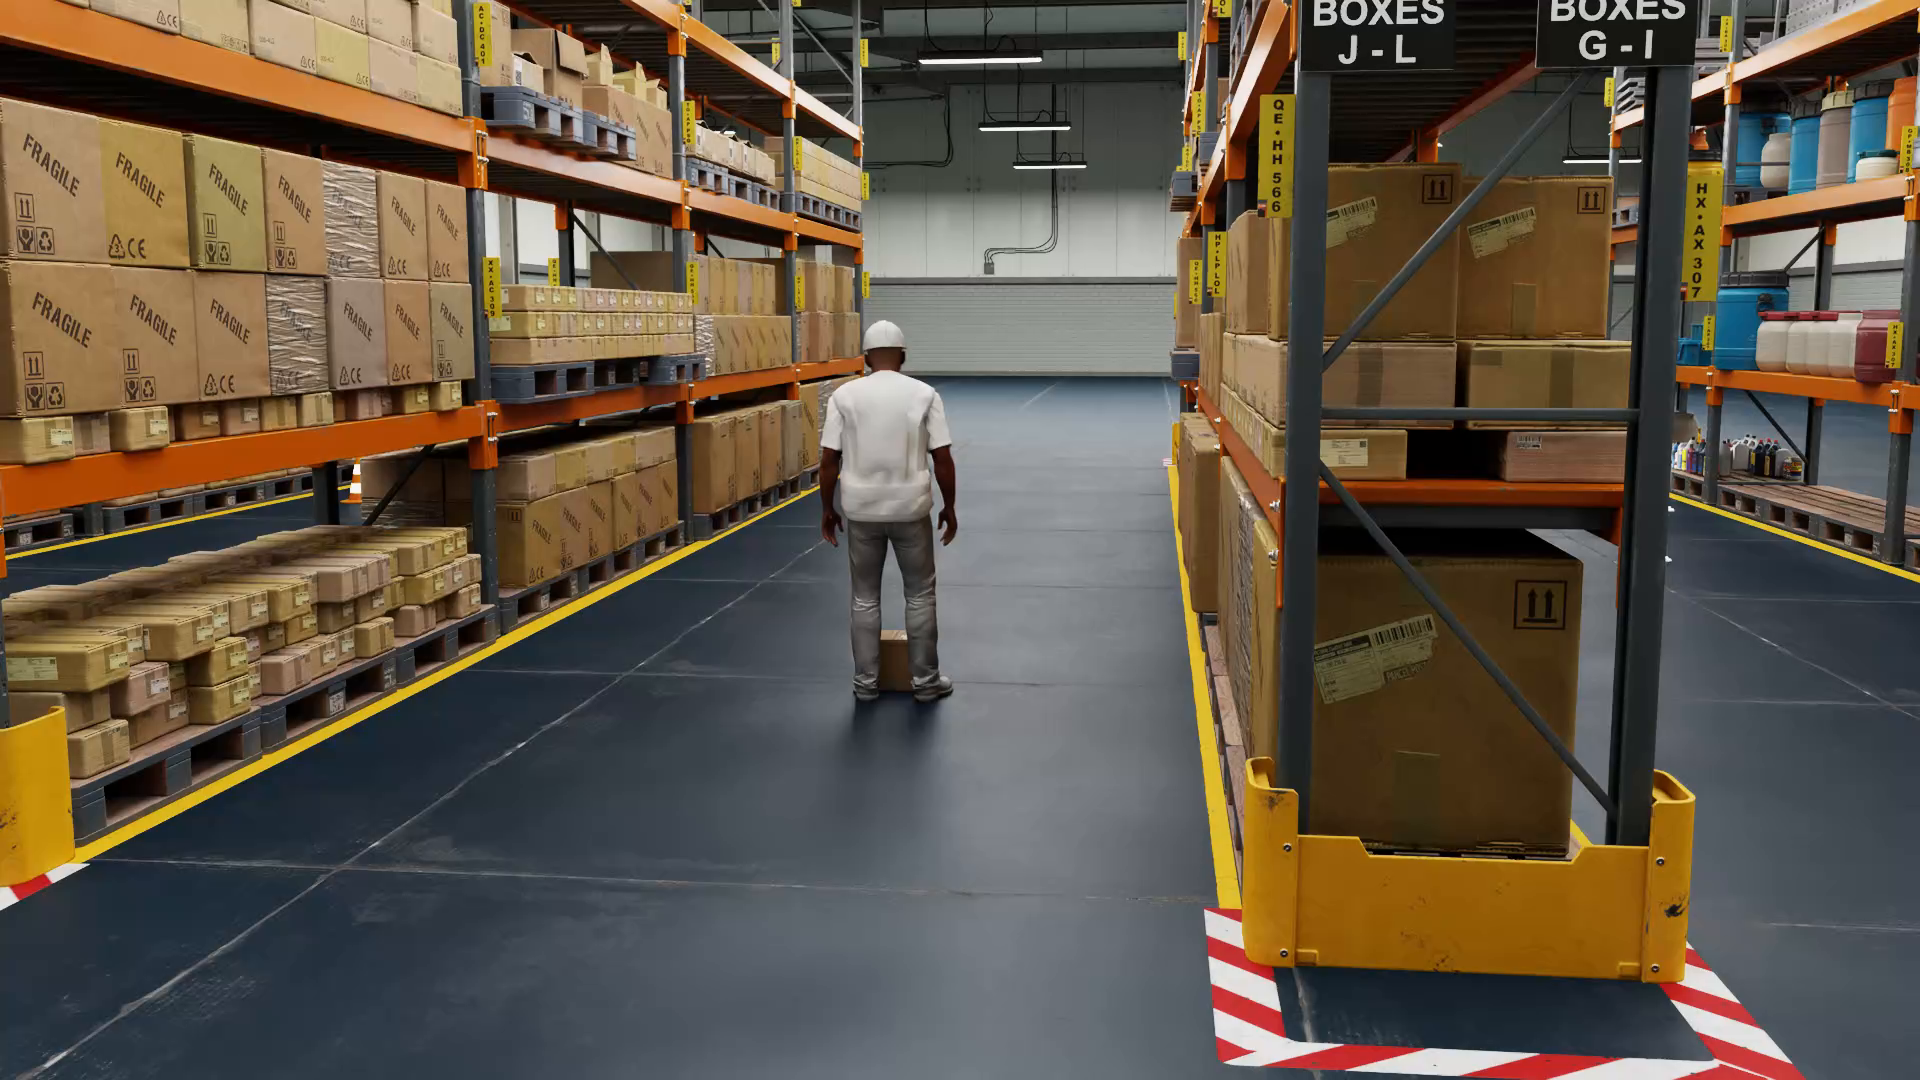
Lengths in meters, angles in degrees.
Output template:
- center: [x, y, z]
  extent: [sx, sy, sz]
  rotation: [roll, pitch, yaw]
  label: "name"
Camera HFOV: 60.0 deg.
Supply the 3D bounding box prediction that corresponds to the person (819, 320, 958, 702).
- center: [-0.331, -0.135, 7.744]
  extent: [0.637, 1.761, 0.456]
  rotation: [1, 8, 4]
  label: "person"
